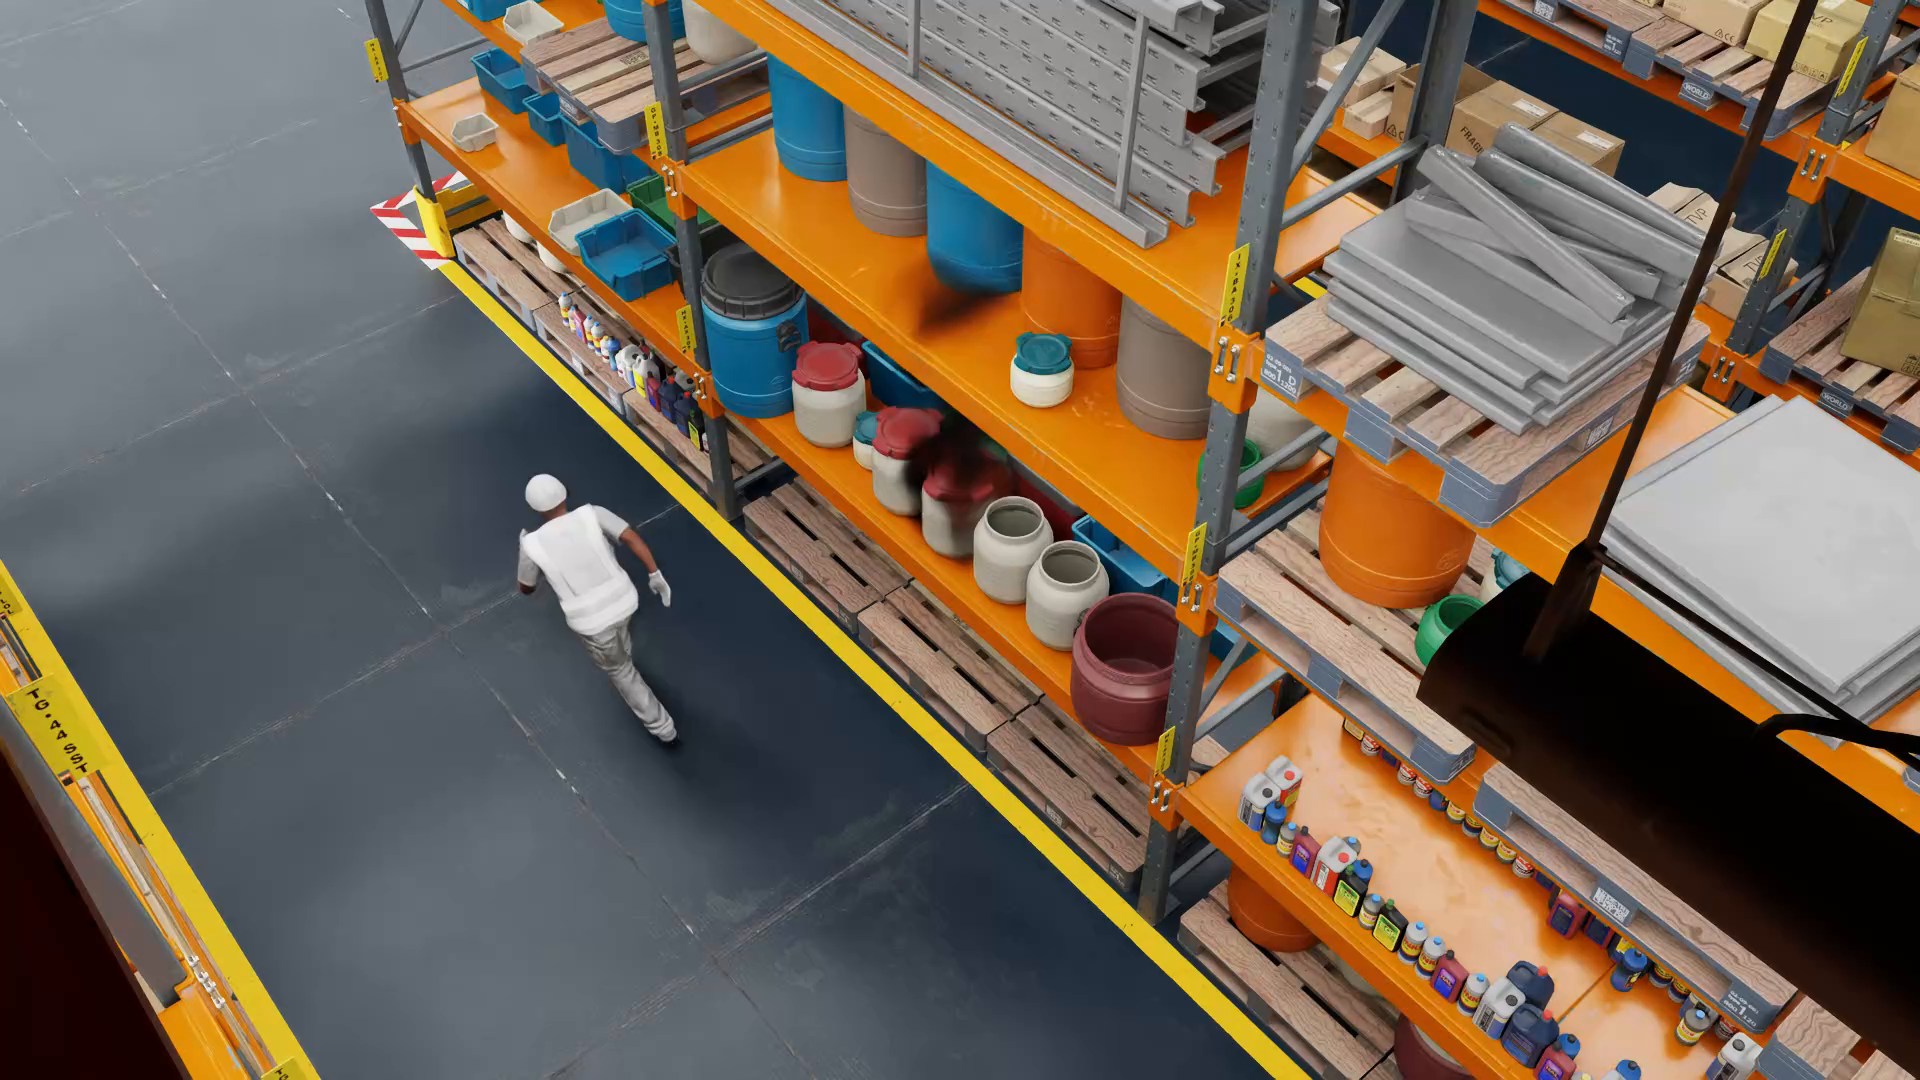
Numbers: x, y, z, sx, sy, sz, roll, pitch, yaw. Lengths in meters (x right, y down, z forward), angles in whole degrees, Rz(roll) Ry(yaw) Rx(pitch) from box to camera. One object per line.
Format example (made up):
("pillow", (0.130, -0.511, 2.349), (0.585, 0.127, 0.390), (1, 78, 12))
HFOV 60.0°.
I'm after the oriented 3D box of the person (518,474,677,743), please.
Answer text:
("person", (-2.081, 0.385, 9.519), (0.672, 1.561, 1.126), (-29, 53, -25))
